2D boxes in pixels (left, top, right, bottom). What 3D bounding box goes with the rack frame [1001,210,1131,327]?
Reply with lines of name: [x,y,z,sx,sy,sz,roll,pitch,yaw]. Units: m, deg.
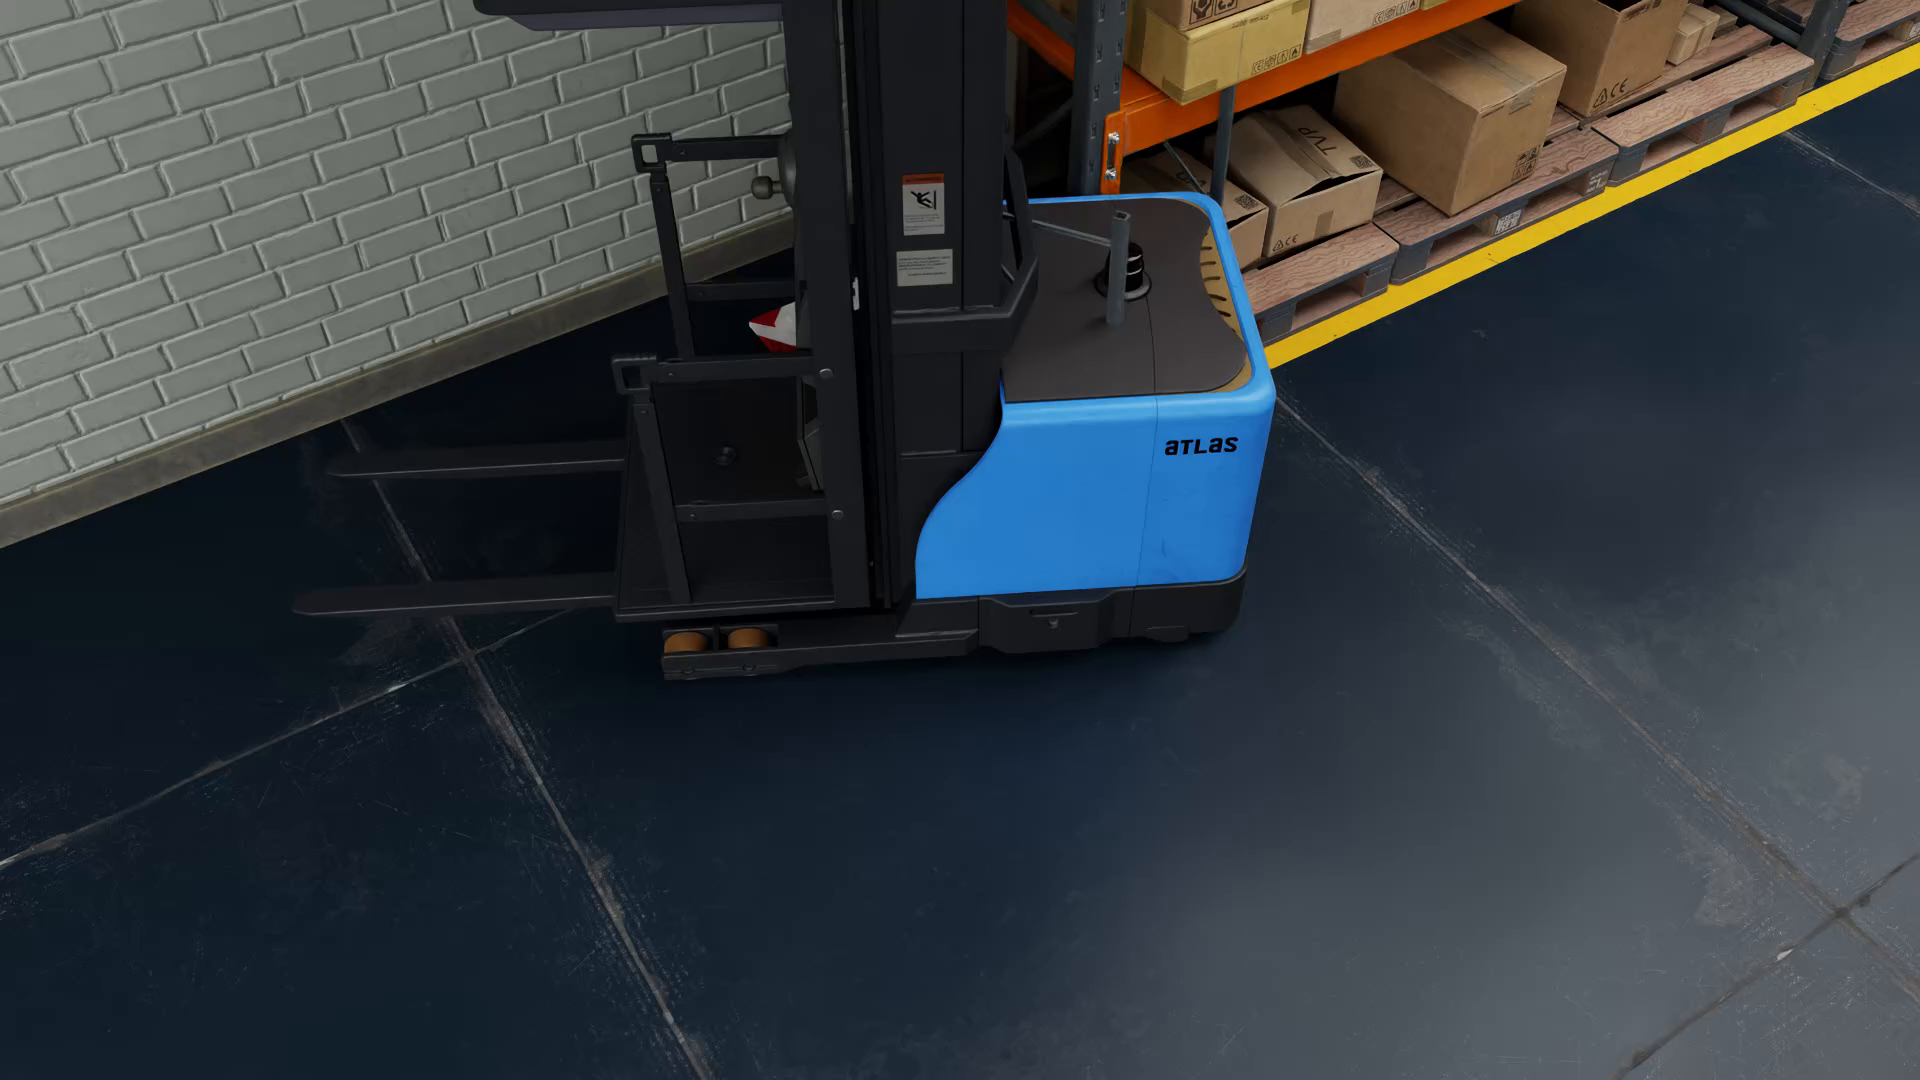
rack frame: [0.250,-0.461,5.179,0.500,1.500,0.032,18,52,16]

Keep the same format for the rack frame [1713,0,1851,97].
rack frame: [3.562,-3.336,6.713,0.127,3.000,1.000,-25,53,-21]

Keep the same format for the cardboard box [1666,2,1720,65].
cardboard box: [3.126,-2.308,7.400,0.250,0.166,0.380,-32,56,-25]

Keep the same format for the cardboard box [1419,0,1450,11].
cardboard box: [1.627,-2.108,5.706,0.500,0.250,0.500,-26,53,-21]

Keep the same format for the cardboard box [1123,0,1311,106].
cardboard box: [0.761,-1.693,5.336,0.500,0.250,0.500,-27,54,-22]

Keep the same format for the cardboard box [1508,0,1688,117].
cardboard box: [2.706,-2.212,7.091,0.500,0.500,0.500,-29,54,-23]

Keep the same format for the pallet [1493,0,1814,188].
pallet: [3.013,-2.119,7.496,1.213,0.211,1.003,-25,53,-21]

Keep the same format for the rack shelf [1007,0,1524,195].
rack shelf: [1.871,-2.300,6.271,4.000,0.370,1.077,-25,53,-21]

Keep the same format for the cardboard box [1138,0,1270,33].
cardboard box: [0.743,-1.949,5.062,0.500,0.500,0.500,-25,53,-21]

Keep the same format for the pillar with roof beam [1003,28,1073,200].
pillar with roof beam: [2.607,-1.844,1.366,0.400,9.000,9.100,-25,53,-21]

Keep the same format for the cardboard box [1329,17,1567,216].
cardboard box: [1.941,-1.764,6.692,0.500,0.500,0.700,-28,54,-23]

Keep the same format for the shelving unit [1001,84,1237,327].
shelving unit: [0.457,-0.814,5.481,0.538,1.500,1.048,18,52,16]

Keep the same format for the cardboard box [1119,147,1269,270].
cardboard box: [0.812,-1.213,6.328,0.500,0.311,0.500,-31,55,-25]

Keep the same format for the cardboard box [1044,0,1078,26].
cardboard box: [0.471,-2.008,5.617,0.500,0.250,0.500,-25,53,-20]

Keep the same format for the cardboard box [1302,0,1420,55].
cardboard box: [1.193,-1.909,5.529,0.500,0.250,0.500,-27,54,-22]

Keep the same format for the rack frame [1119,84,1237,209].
rack frame: [0.664,-1.166,5.783,0.500,1.500,0.032,18,52,16]

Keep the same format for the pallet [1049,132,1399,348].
pallet: [0.949,-1.147,6.630,1.213,0.211,1.003,-25,53,-21]

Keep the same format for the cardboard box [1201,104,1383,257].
cardboard box: [1.294,-1.441,6.530,0.500,0.311,0.500,-21,52,-18]

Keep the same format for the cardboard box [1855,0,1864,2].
cardboard box: [4.176,-2.955,7.752,0.500,0.500,0.700,-24,52,-20]

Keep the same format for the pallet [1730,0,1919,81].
pallet: [4.220,-2.720,8.031,1.213,0.211,1.003,-25,53,-21]

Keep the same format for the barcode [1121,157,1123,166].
barcode: [0.614,-1.476,6.556,0.075,0.075,0.001,-25,53,-21]

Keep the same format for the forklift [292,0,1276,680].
forklift: [-0.628,-0.938,4.623,3.031,2.935,1.130,-3,48,-3]

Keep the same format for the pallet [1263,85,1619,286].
pallet: [1.980,-1.630,7.060,1.213,0.211,1.003,-25,53,-21]

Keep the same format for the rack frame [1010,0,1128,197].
rack frame: [0.179,-1.742,5.293,0.127,3.000,1.000,-25,53,-21]
